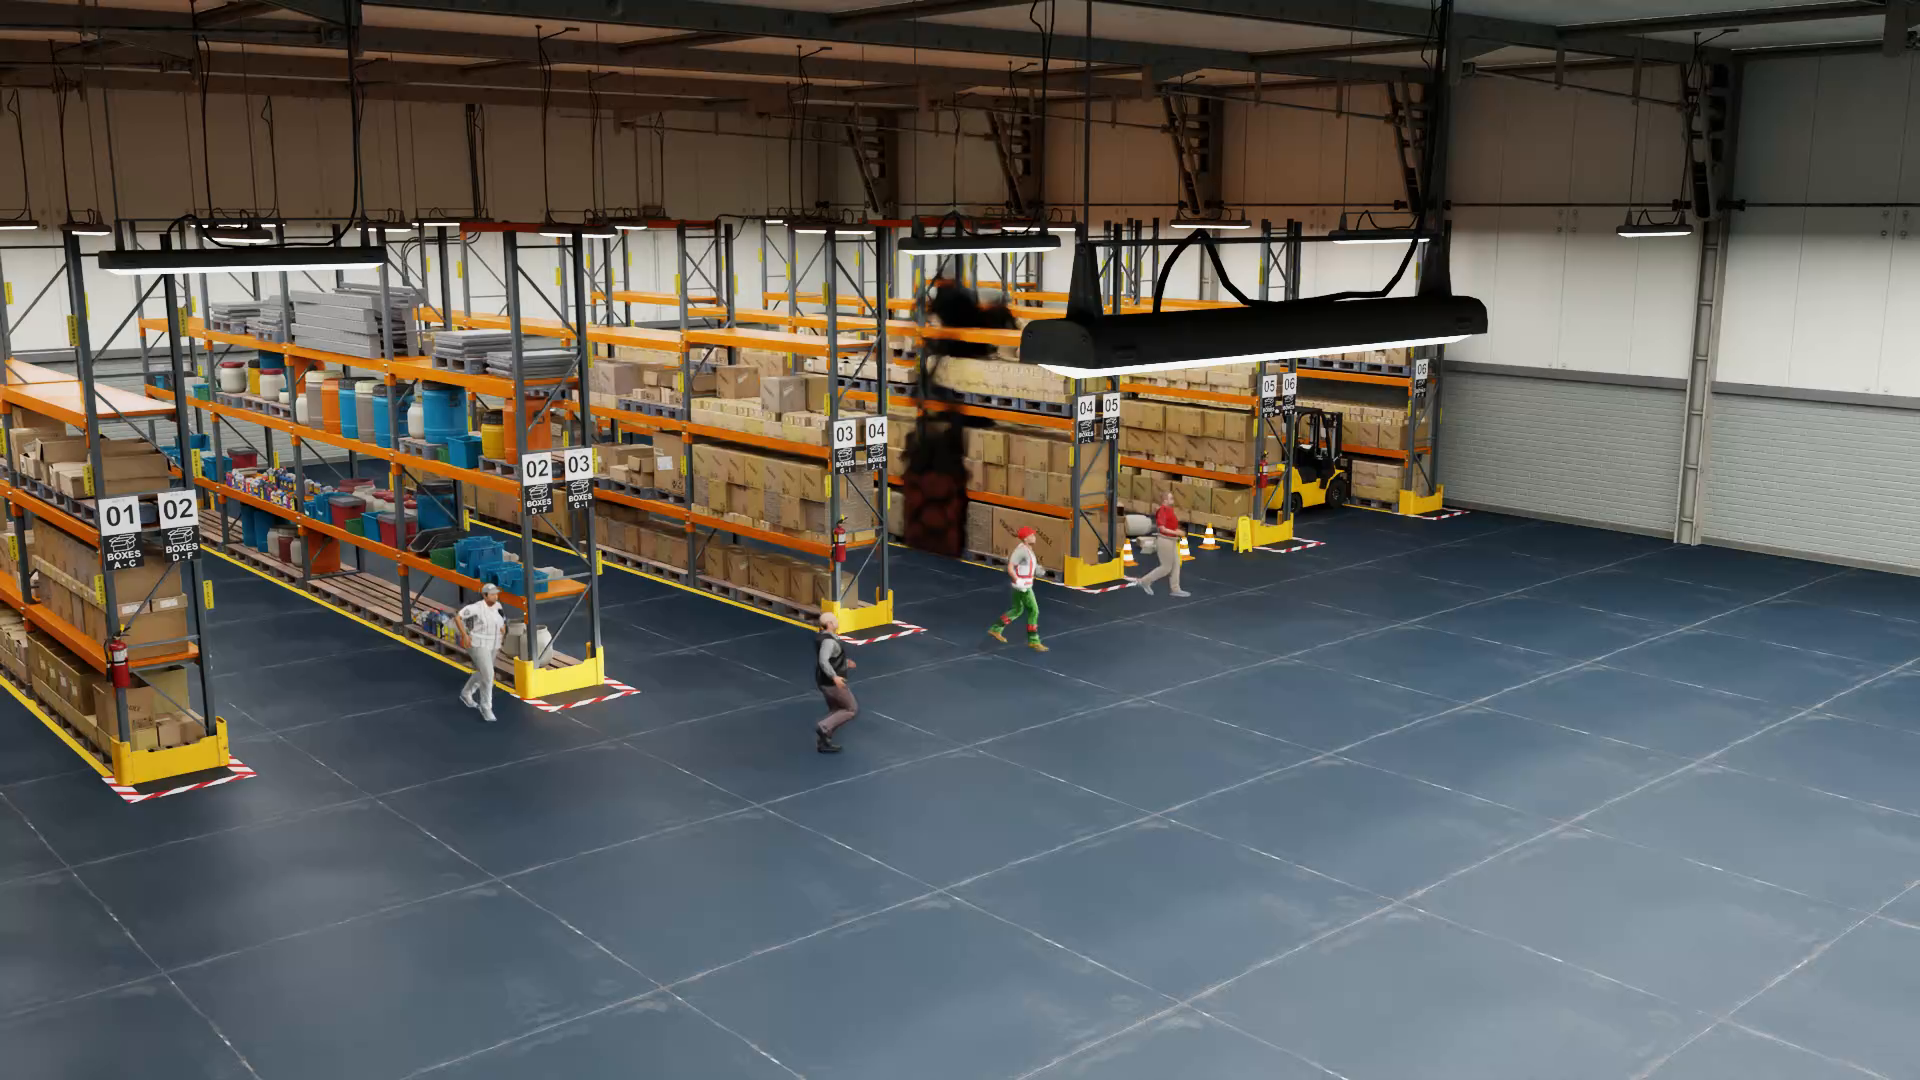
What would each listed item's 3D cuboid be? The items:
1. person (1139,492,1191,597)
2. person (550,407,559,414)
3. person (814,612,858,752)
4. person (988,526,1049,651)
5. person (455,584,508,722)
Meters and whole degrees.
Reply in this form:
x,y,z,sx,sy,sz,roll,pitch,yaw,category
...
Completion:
x,y,z,sx,sy,sz,roll,pitch,yaw,category
3.305,0.070,26.703,0.829,1.706,0.686,2,12,12,person
-9.509,-2.248,38.684,0.701,1.706,0.536,-2,12,-11,person
-1.458,1.660,19.415,0.569,1.676,0.652,-4,12,-19,person
0.862,0.683,23.919,0.846,1.810,0.650,0,11,2,person
-6.003,1.378,20.977,0.796,1.695,0.630,7,13,30,person
